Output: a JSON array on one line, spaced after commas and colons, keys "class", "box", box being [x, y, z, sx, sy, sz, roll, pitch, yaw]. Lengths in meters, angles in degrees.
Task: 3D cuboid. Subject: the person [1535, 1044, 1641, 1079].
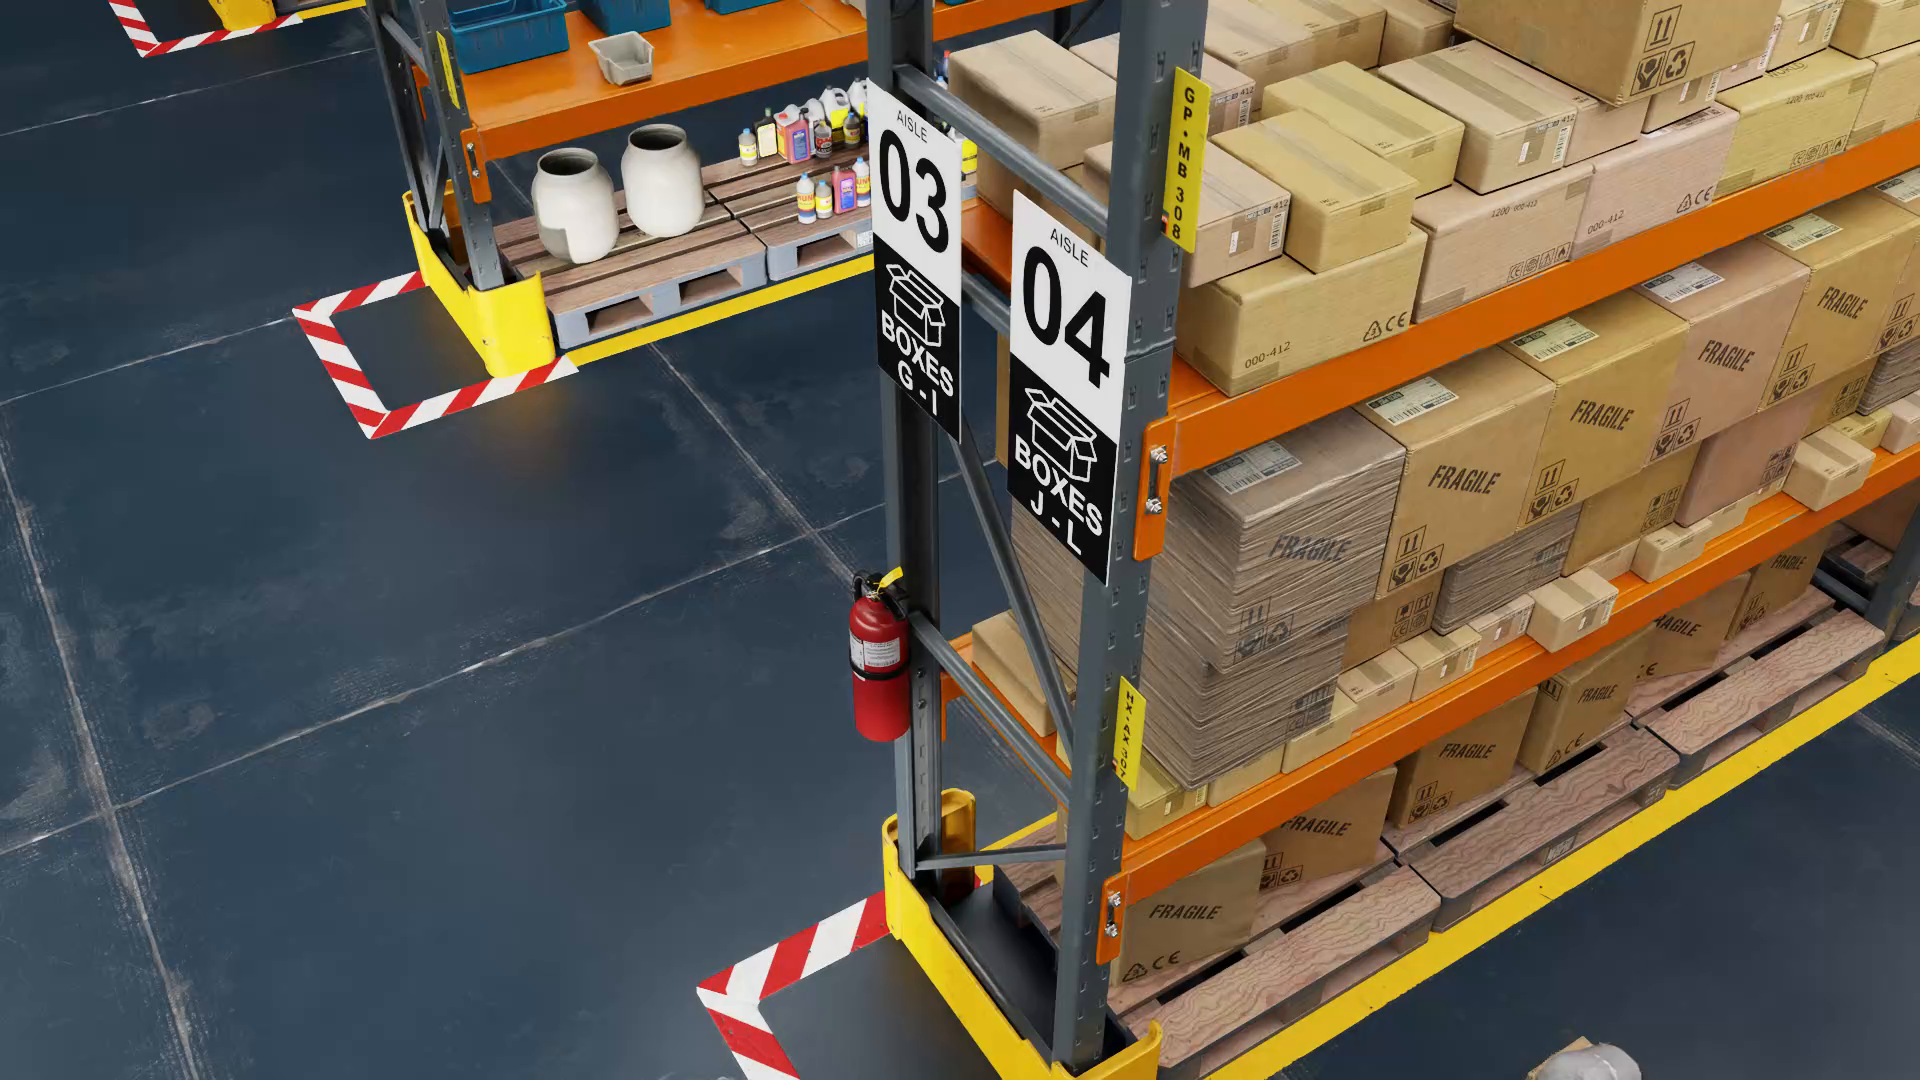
[{"class": "person", "box": [1.325, 1.790, 4.058, 0.459, 1.661, 0.535, -16, 44, -18]}]
